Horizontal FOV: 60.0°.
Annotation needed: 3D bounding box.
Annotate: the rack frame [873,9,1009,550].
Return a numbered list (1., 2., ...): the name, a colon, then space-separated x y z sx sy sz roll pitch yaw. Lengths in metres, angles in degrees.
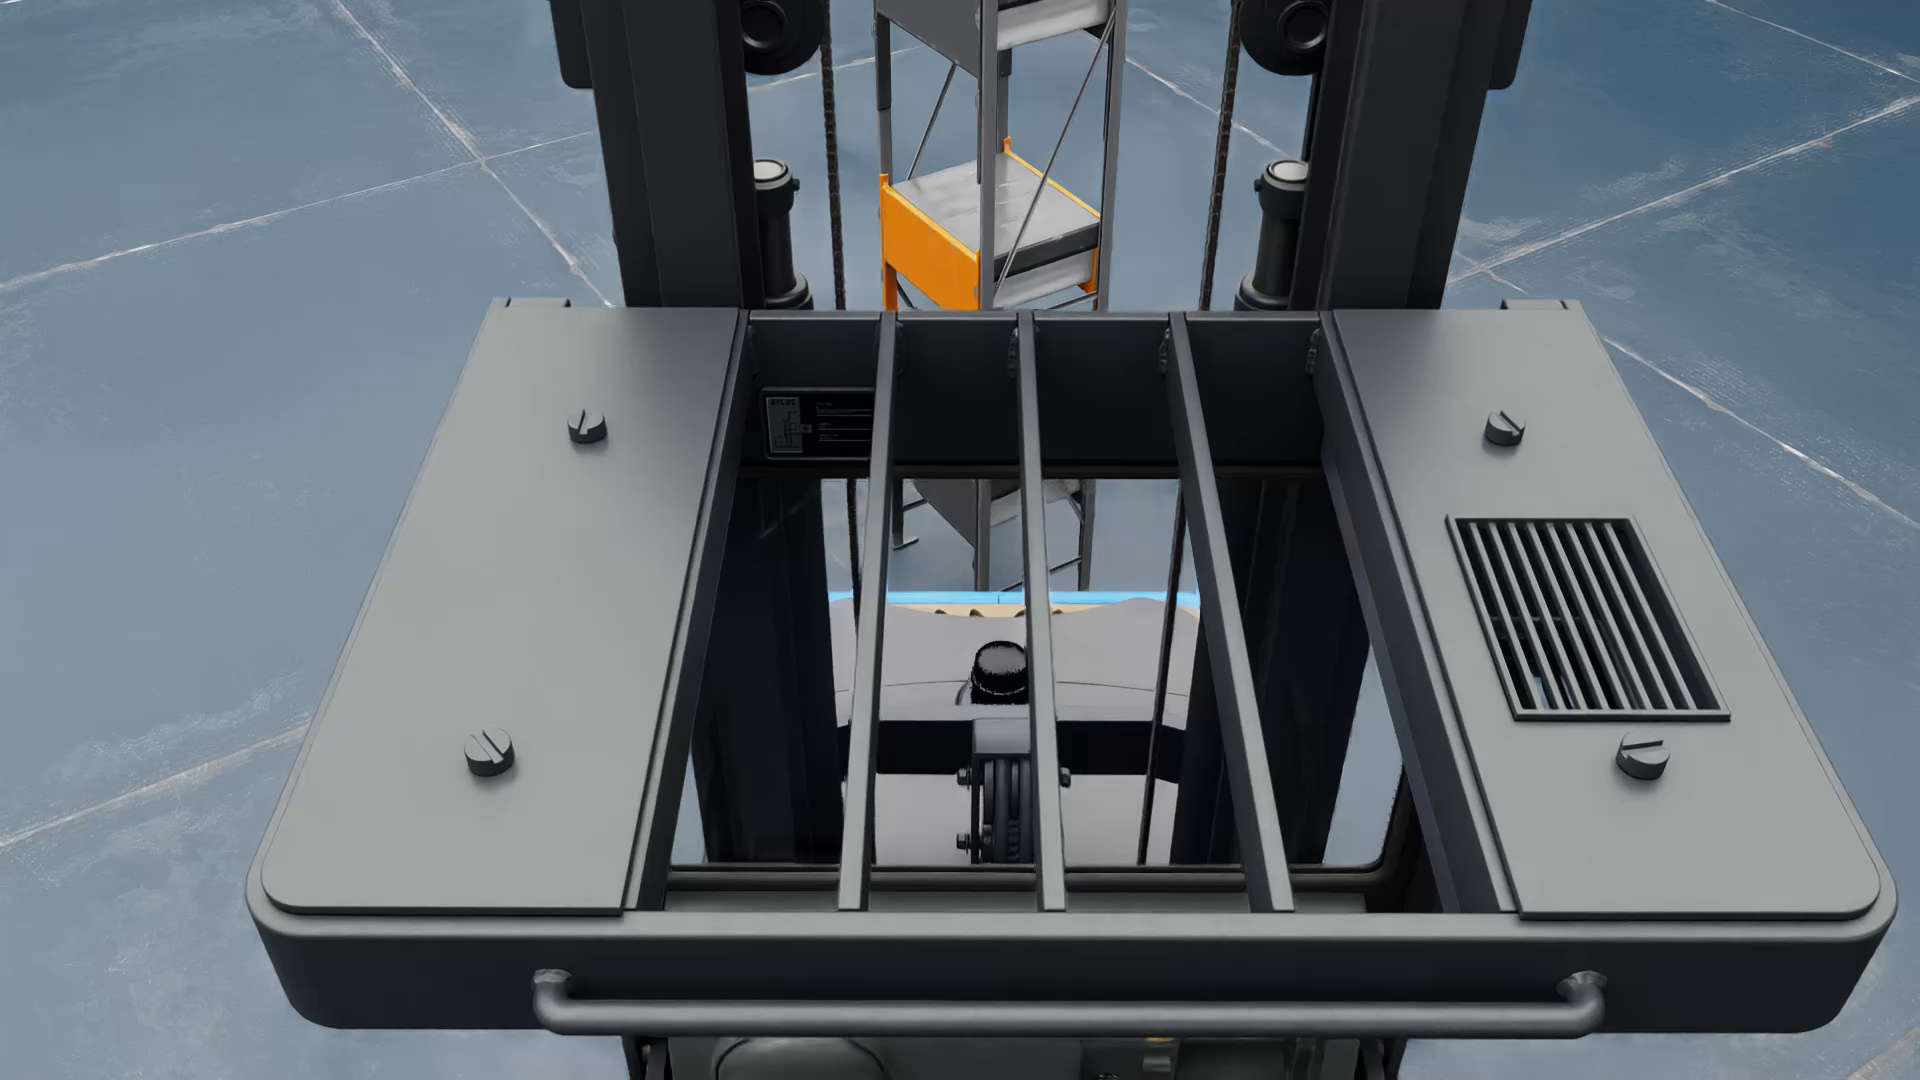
1. rack frame: -0.042 -0.849 4.629 0.400 2.100 0.015 -22 45 -24

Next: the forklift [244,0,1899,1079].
1. forklift: 0.074 0.744 2.067 1.130 2.935 3.031 0 40 0

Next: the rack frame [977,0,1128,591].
1. rack frame: 0.220 -0.586 4.313 0.400 2.100 0.015 -22 45 -24

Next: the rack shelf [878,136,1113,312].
1. rack shelf: 0.089 -0.707 4.479 0.431 0.518 0.480 -22 45 -24

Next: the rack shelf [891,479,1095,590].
1. rack shelf: 0.089 -0.169 4.927 0.431 0.518 0.480 -22 45 -24

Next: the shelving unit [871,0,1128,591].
1. shelving unit: 0.089 -0.717 4.471 0.431 2.100 0.503 -22 45 -24

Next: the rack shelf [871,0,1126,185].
1. rack shelf: 0.089 -1.245 4.031 0.431 0.518 0.480 -22 45 -24
